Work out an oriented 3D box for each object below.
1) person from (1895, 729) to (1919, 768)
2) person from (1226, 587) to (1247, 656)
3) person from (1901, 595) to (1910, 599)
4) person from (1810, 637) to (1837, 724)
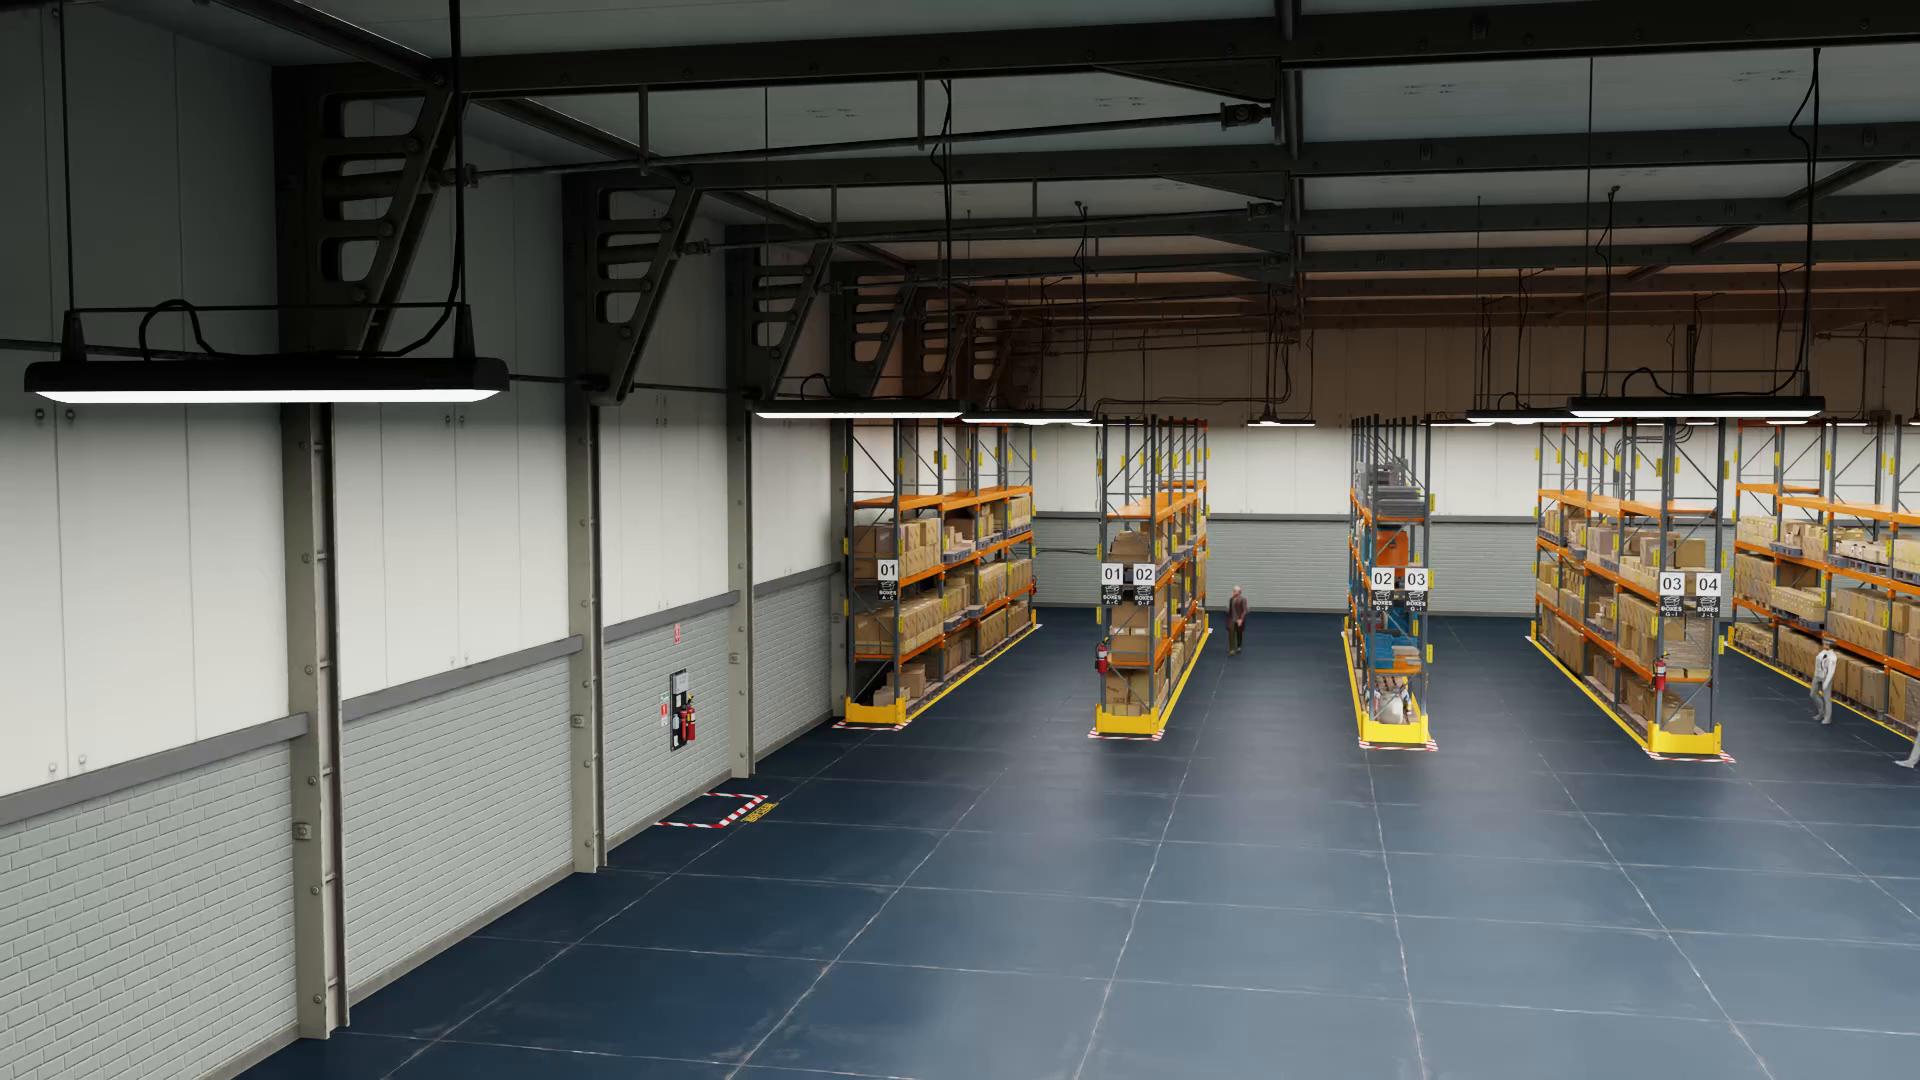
[{"bbox_3d":[16.276,3.038,27.863,0.986,1.615,0.570,1,4,9],"label":"person"},{"bbox_3d":[7.006,2.050,42.160,0.523,1.727,1.162,1,4,8],"label":"person"},{"bbox_3d":[22.999,2.187,40.566,0.523,1.701,0.670,-1,4,-10],"label":"person"},{"bbox_3d":[16.859,2.730,32.455,0.383,1.696,0.574,-1,4,-11],"label":"person"}]
